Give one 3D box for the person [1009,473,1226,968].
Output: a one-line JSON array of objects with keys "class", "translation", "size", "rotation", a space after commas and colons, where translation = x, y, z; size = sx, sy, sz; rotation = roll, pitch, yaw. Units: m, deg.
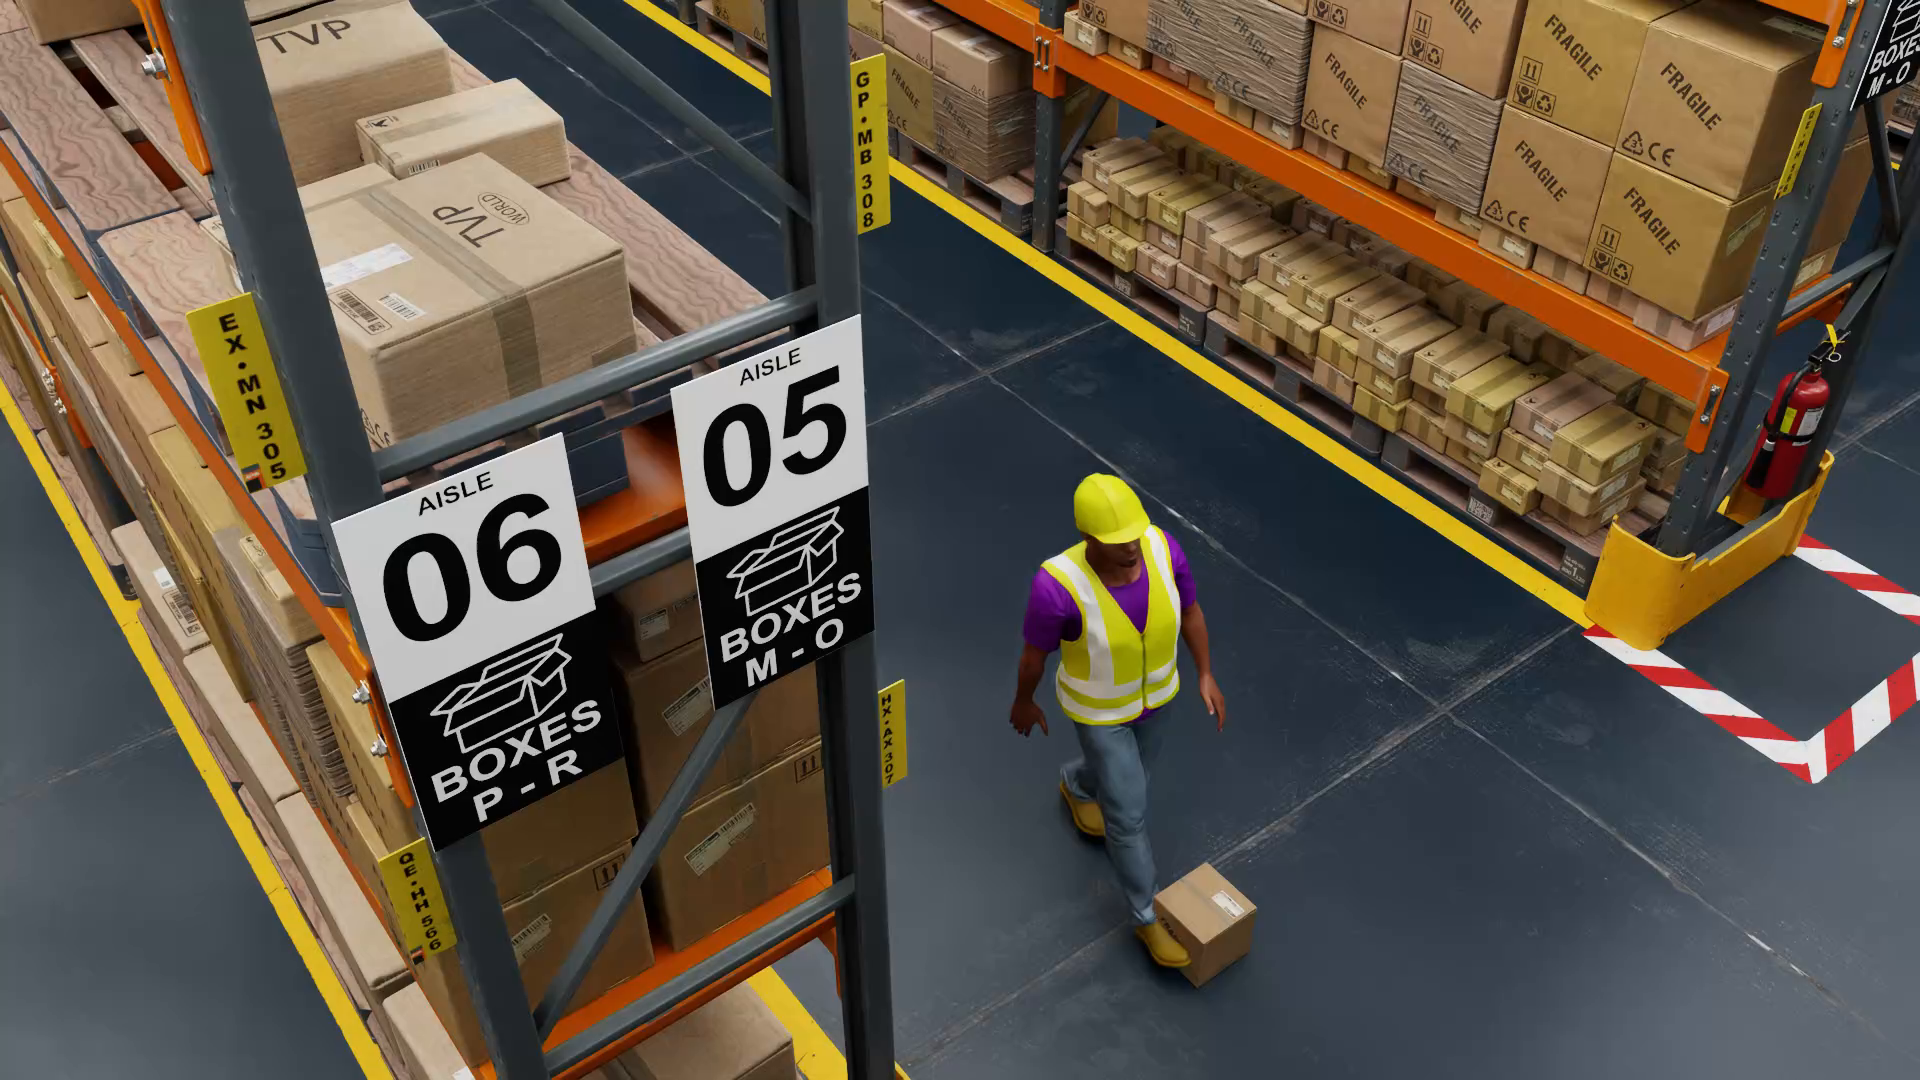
[{"class": "person", "translation": [0.603, 0.574, 5.477], "size": [0.621, 1.706, 0.945], "rotation": [-22, 45, -24]}]
